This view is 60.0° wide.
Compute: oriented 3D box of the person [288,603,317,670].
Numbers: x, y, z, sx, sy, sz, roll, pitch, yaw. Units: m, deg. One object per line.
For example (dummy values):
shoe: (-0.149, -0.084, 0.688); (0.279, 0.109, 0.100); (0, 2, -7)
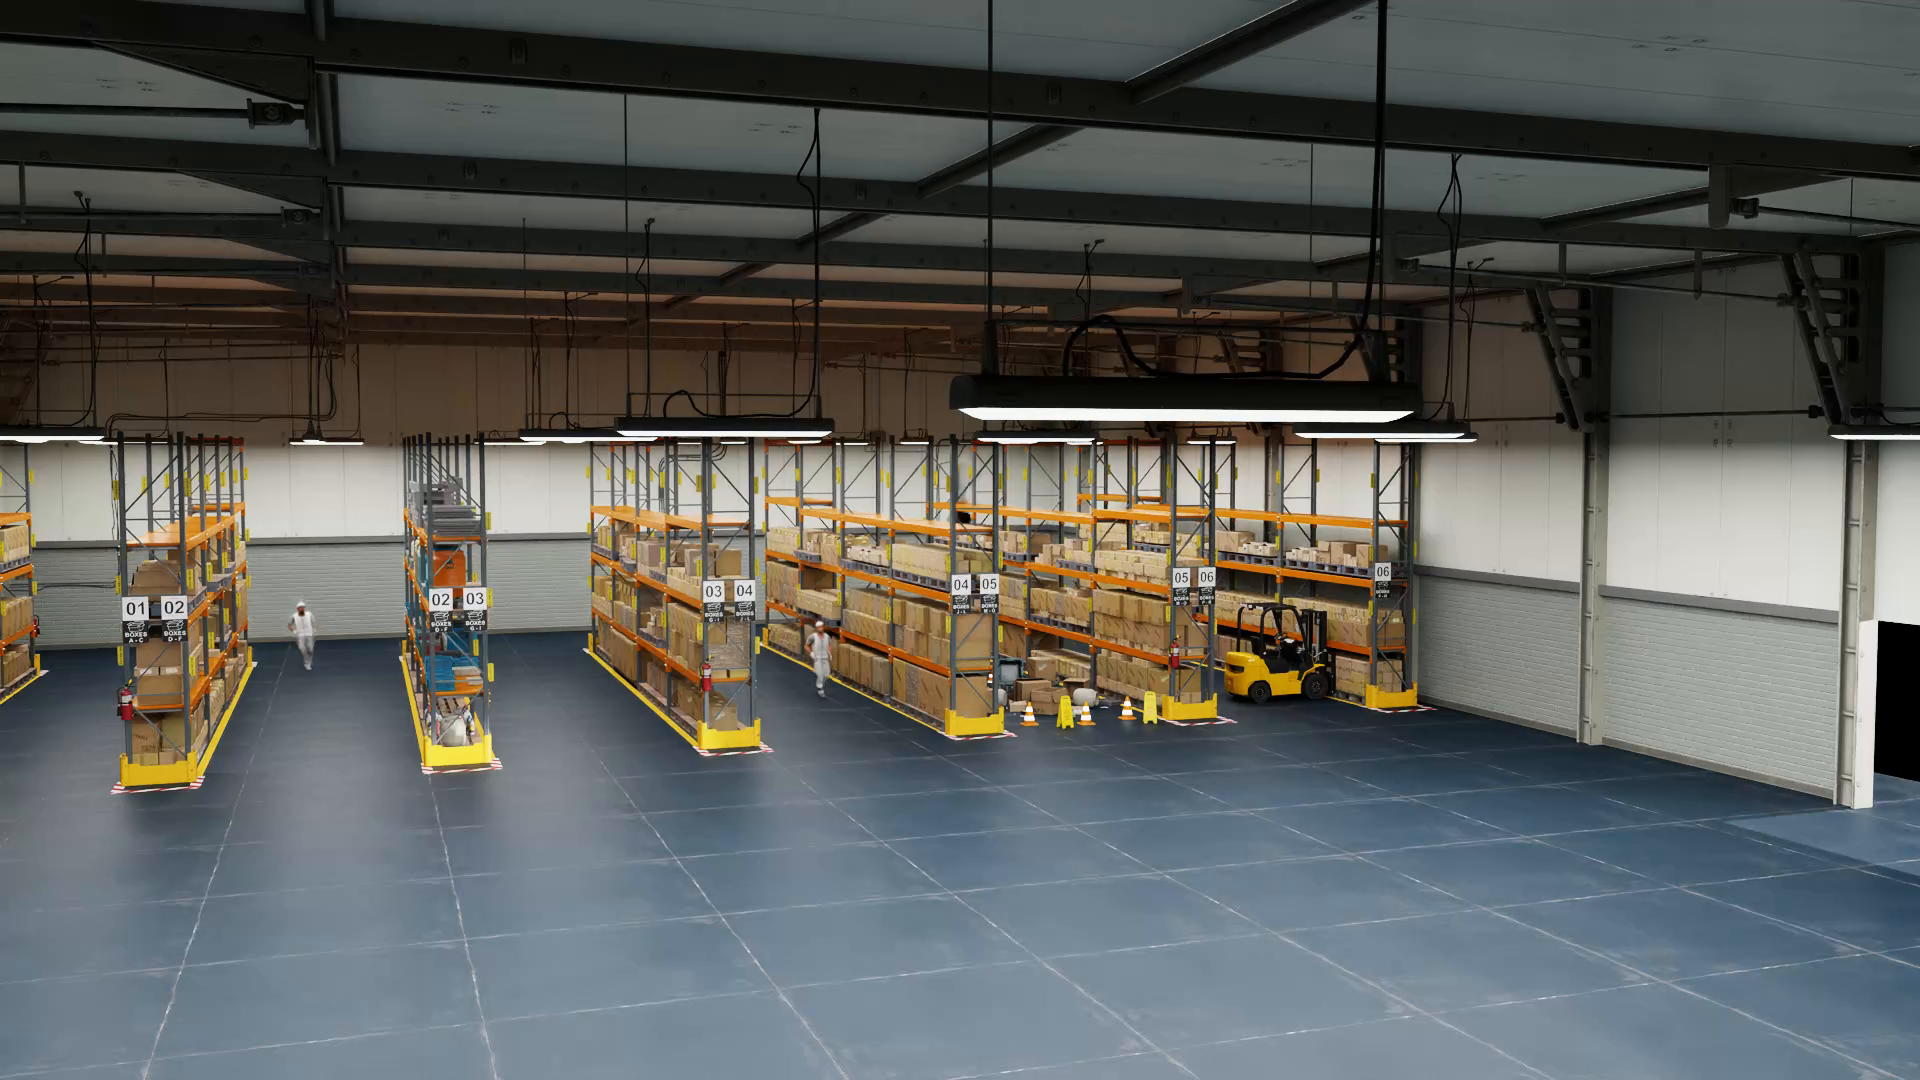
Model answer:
person: (-16.998, 2.479, 42.999); (0.701, 1.743, 0.684); (-2, 4, -29)

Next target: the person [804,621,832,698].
person: (-3.252, 2.733, 38.184); (0.669, 1.748, 0.601); (-2, 4, -26)
